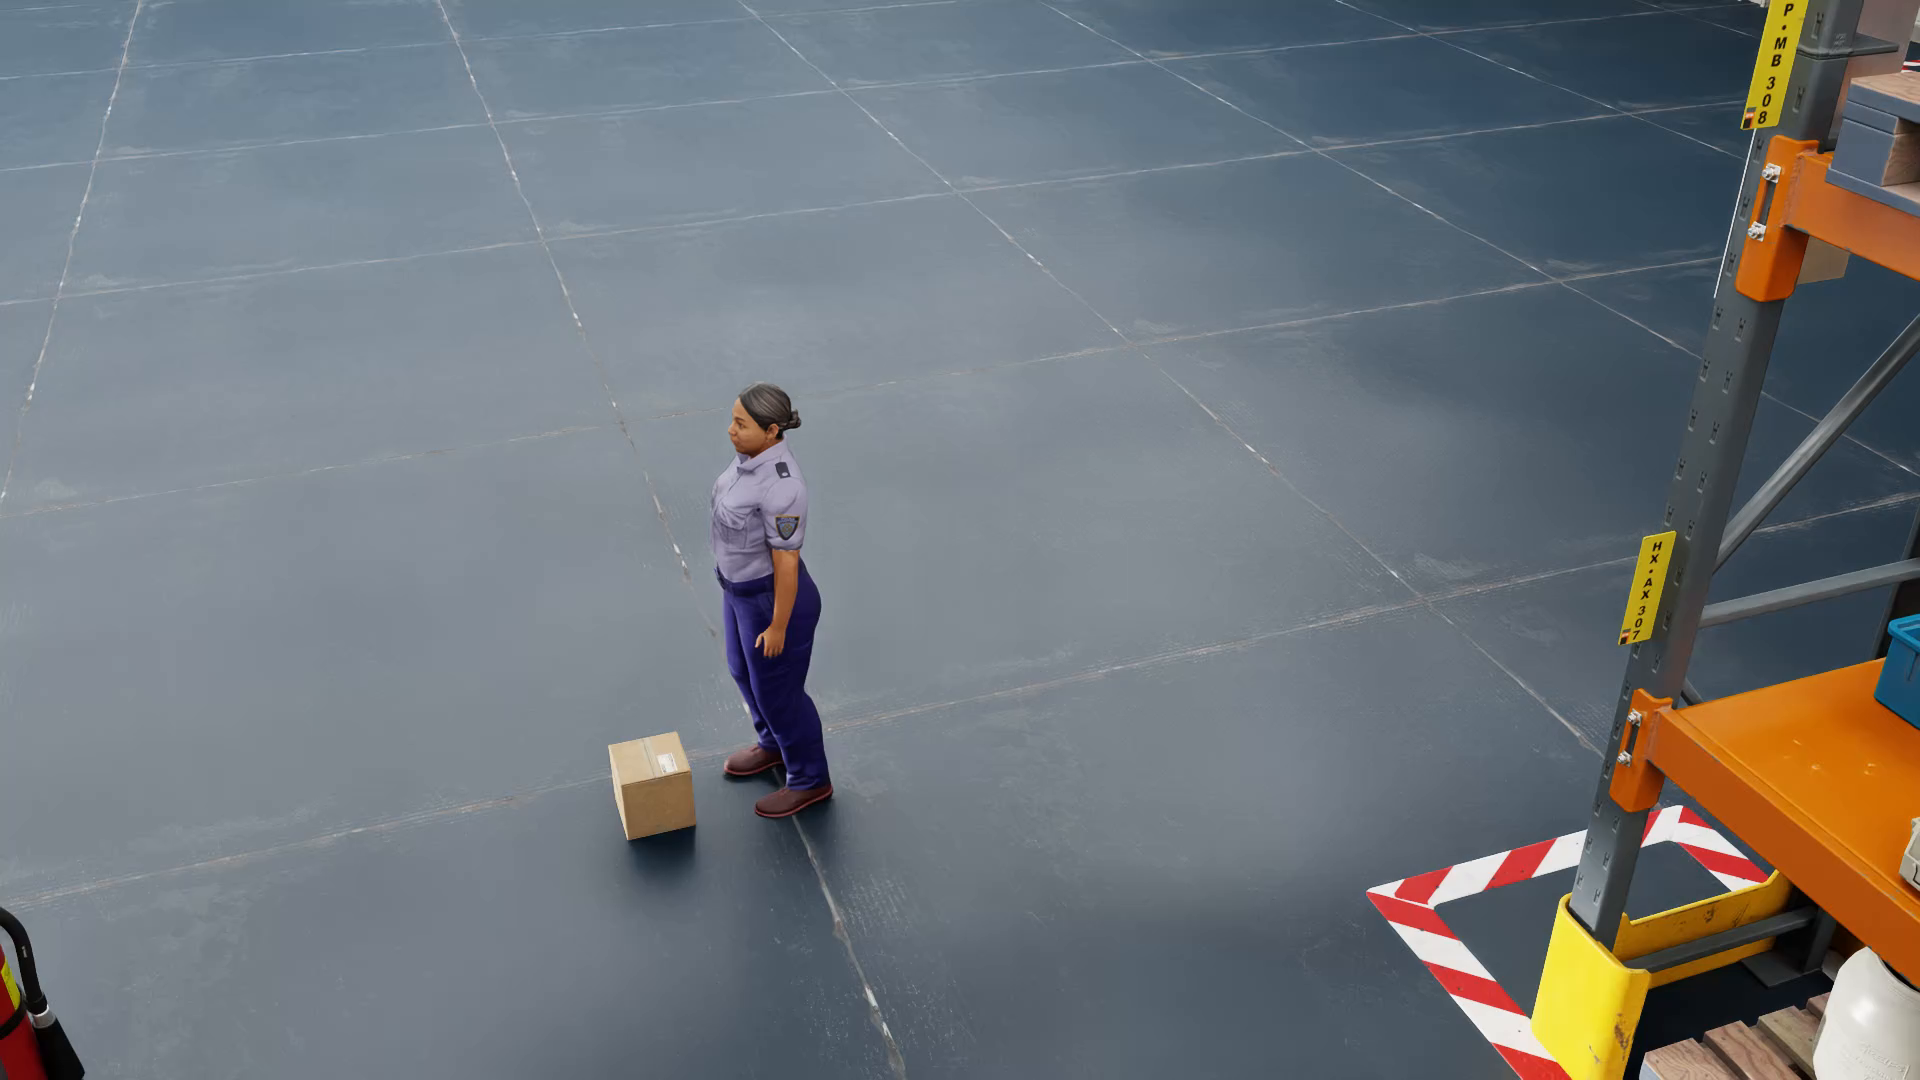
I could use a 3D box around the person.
[{"bbox_3d":[-0.675,0.211,5.790,0.351,1.650,0.466,-10,31,-16],"label":"person"}]
